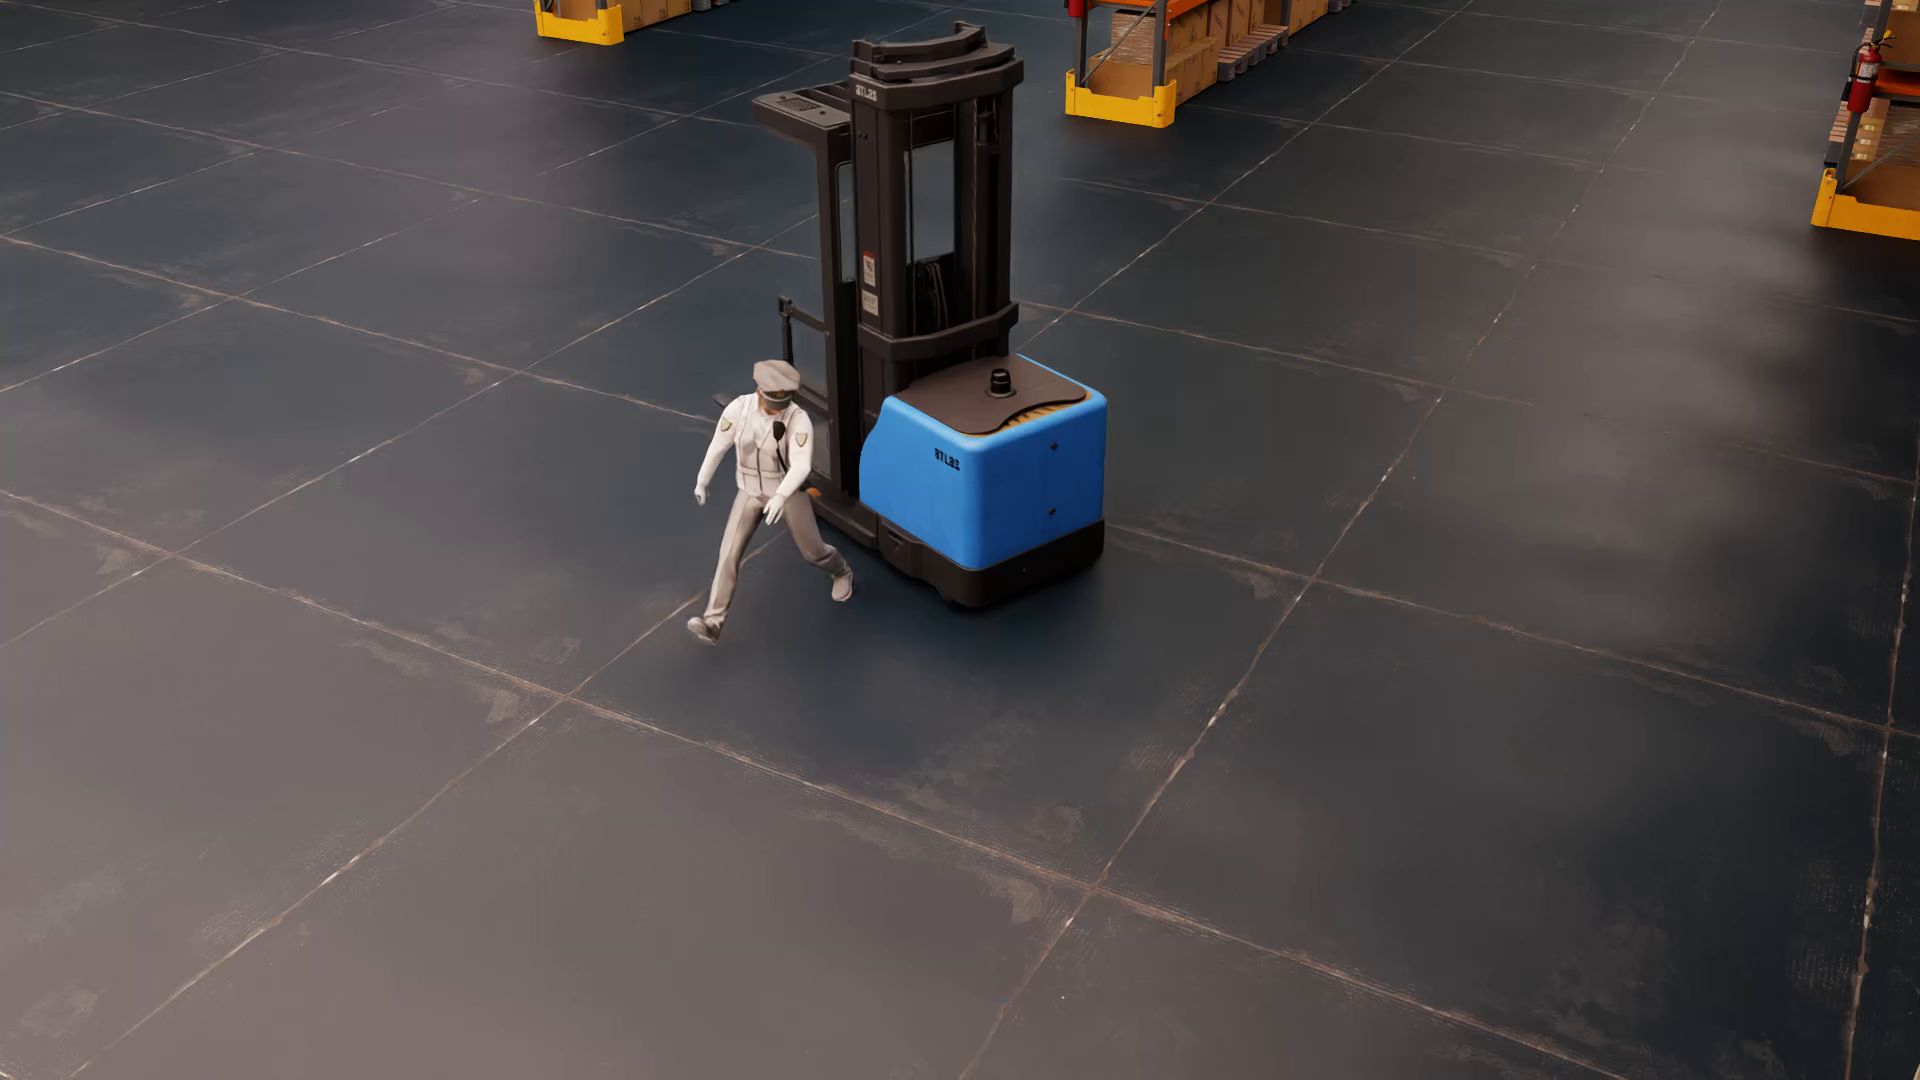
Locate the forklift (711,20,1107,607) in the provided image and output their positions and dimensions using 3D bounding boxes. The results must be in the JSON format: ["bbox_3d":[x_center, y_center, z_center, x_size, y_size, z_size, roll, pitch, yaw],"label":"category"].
[{"bbox_3d":[-0.476,-1.566,9.783,1.130,2.935,3.031,-22,37,-33],"label":"forklift"}]

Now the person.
[{"bbox_3d":[-1.080,-0.206,8.889,0.798,1.533,1.066,7,31,11],"label":"person"}]
